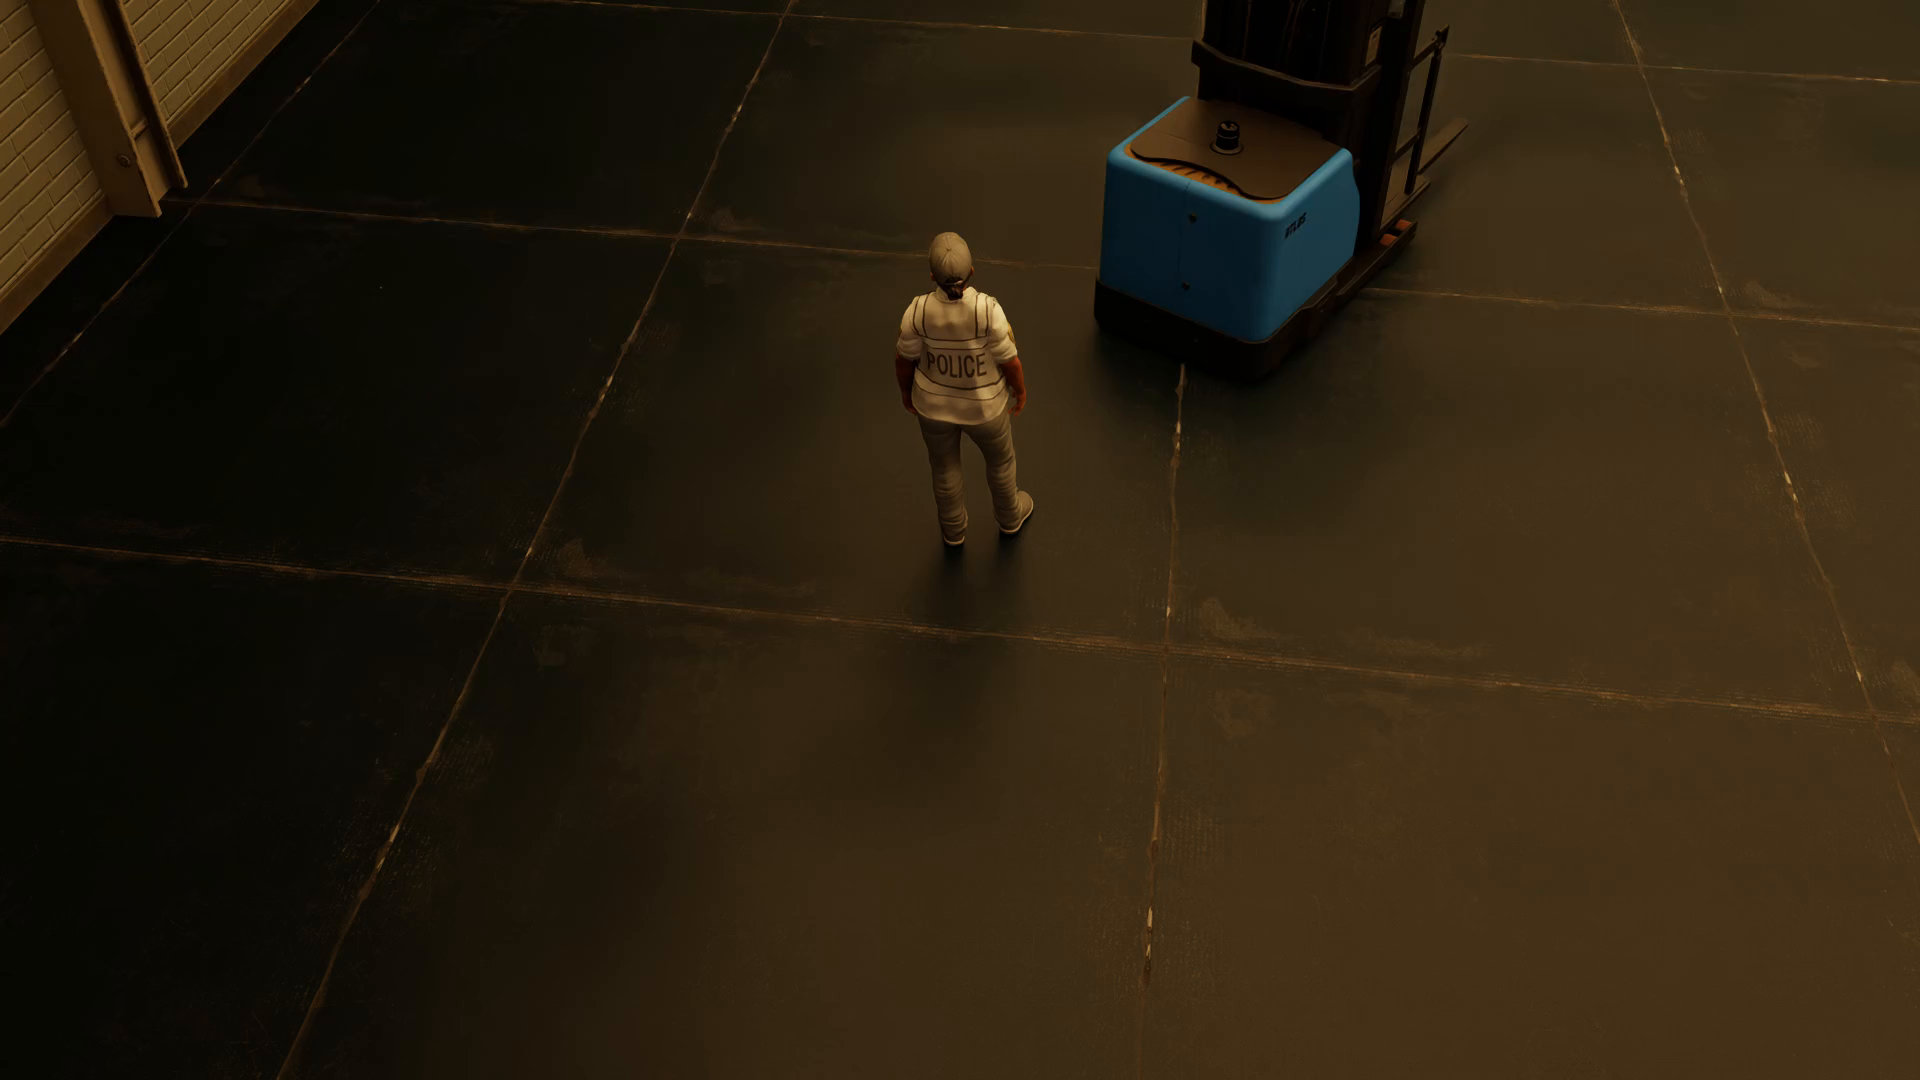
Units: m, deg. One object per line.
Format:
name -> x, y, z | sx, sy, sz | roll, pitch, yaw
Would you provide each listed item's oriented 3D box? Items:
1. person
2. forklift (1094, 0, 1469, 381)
person -> 0.032, -0.669, 7.376 | 0.599, 1.670, 0.529 | 5, 43, 6
forklift -> 2.018, -2.862, 8.840 | 1.130, 2.935, 3.031 | 27, 49, 26
